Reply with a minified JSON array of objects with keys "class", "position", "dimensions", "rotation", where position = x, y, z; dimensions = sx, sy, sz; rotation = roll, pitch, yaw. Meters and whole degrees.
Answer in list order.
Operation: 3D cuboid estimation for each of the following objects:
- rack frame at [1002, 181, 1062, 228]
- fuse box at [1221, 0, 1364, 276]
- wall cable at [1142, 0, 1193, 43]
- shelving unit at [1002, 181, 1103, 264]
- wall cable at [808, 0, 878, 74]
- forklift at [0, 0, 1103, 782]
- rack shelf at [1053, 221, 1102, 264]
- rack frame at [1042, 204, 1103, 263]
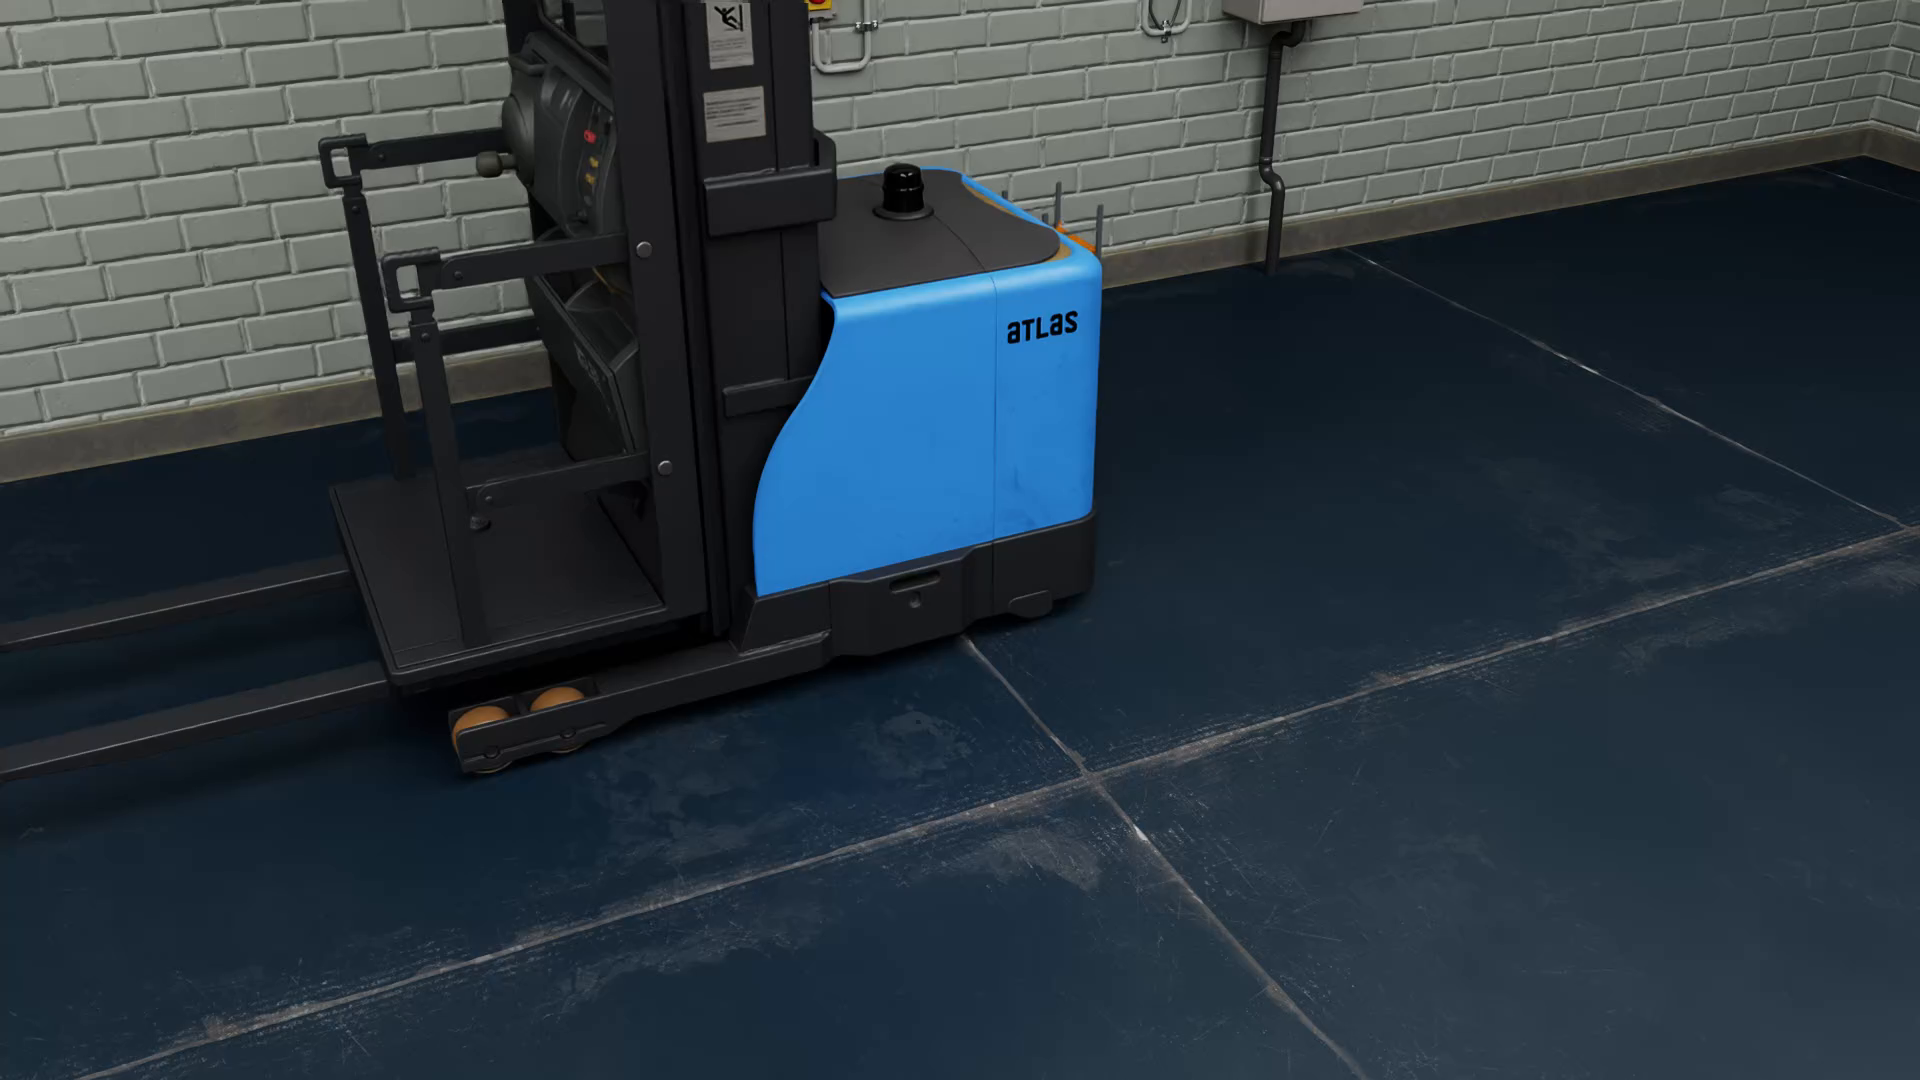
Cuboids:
[{"class":"rack frame","position":[0.217,-0.606,5.256],"dimensions":[0.200,1.050,0.008],"rotation":[-14,32,-23]},{"class":"fuse box","position":[1.409,-1.915,6.916],"dimensions":[0.539,1.711,0.414],"rotation":[-13,32,-22]},{"class":"wall cable","position":[0.725,-2.847,6.221],"dimensions":[0.588,1.984,0.122],"rotation":[-13,32,-22]},{"class":"shelving unit","position":[0.272,-0.552,5.162],"dimensions":[0.215,1.050,0.252],"rotation":[-14,32,-23]},{"class":"wall cable","position":[-0.551,-2.558,5.673],"dimensions":[0.585,1.953,0.123],"rotation":[-13,32,-22]},{"class":"forklift","position":[-1.160,-0.985,4.010],"dimensions":[3.031,2.935,1.130],"rotation":[-13,32,-23]},{"class":"rack shelf","position":[0.272,-0.791,5.028],"dimensions":[0.215,0.259,0.240],"rotation":[-14,32,-23]},{"class":"rack frame","position":[0.327,-0.499,5.067],"dimensions":[0.200,1.050,0.008],"rotation":[-14,32,-23]}]
